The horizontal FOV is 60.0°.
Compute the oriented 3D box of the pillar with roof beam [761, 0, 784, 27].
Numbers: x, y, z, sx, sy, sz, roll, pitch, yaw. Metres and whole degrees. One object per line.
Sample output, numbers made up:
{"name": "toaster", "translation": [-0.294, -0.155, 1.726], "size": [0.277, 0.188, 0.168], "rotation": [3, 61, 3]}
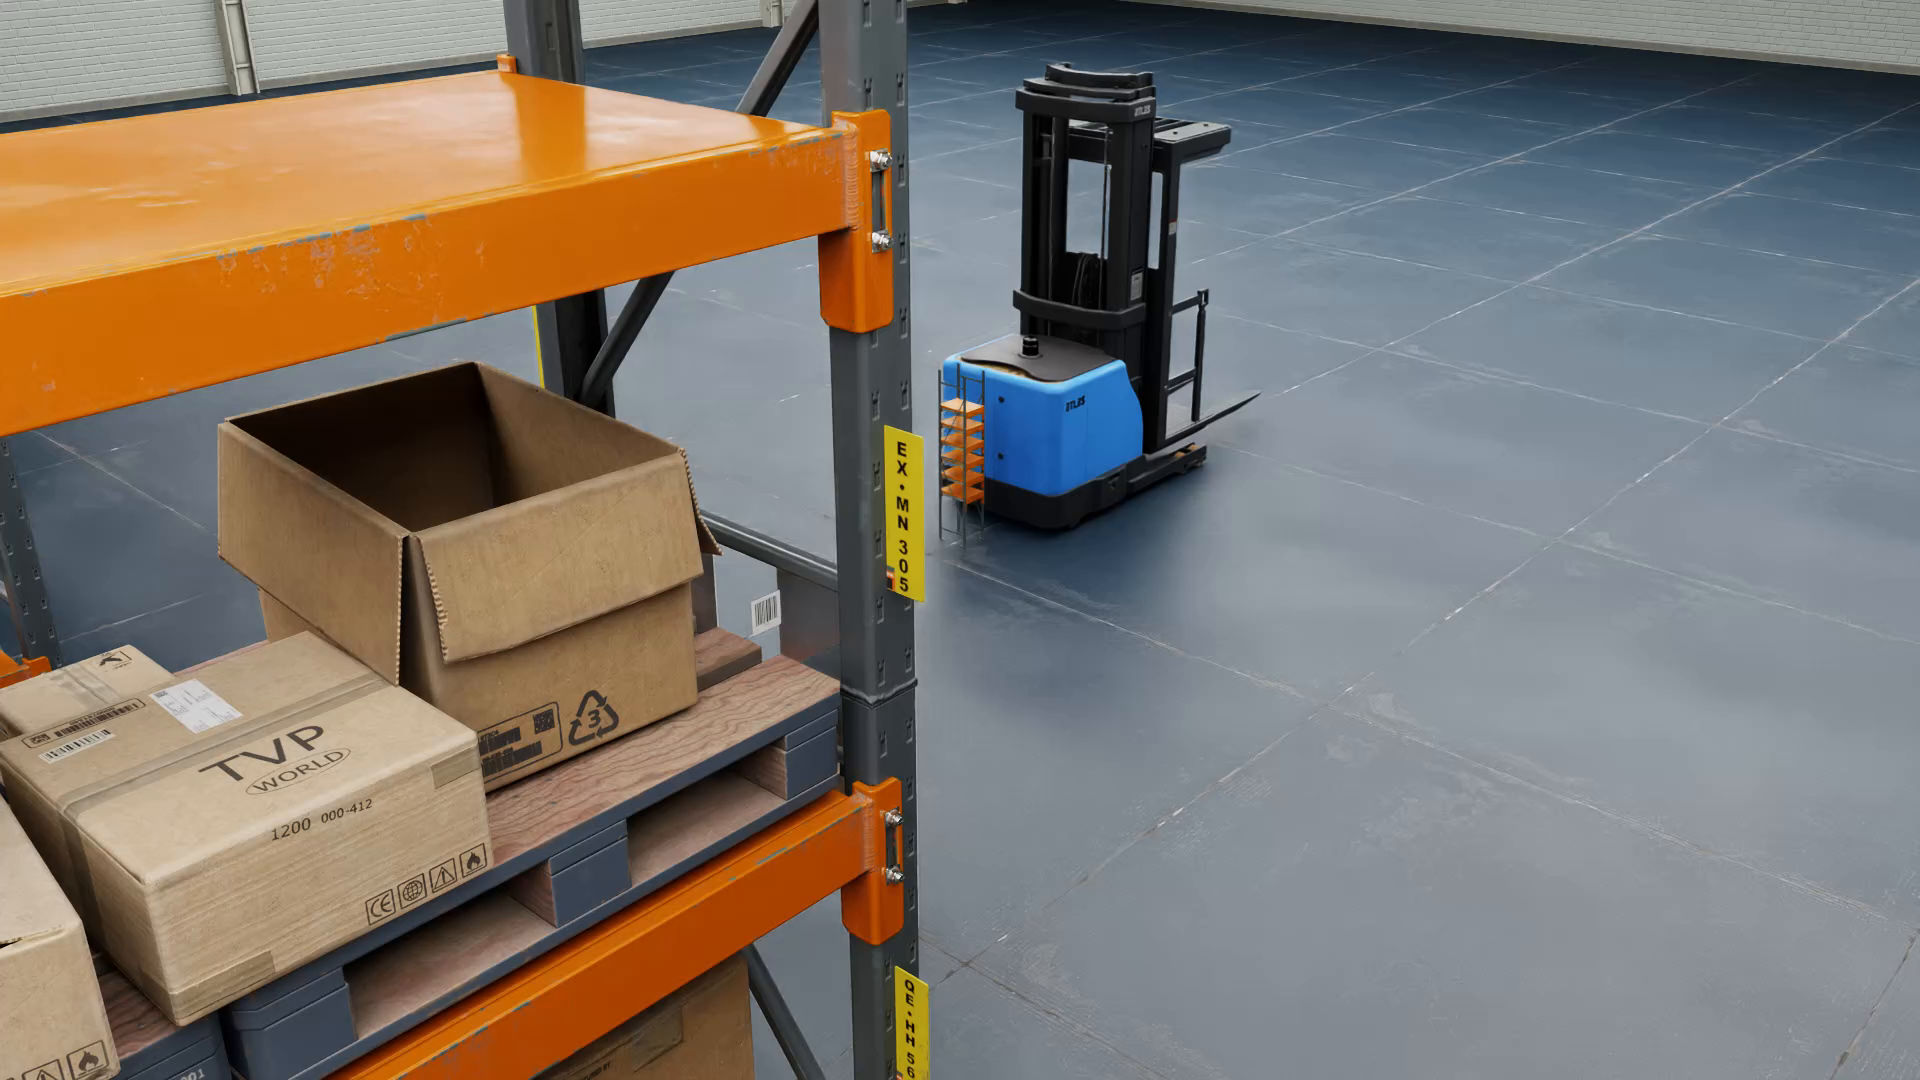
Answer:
{"name": "pillar with roof beam", "translation": [-0.864, -14.136, 31.779], "size": [9.100, 9.000, 0.400], "rotation": [20, 31, 38]}

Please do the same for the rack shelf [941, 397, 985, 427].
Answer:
{"name": "rack shelf", "translation": [0.010, -0.840, 10.885], "size": [0.258, 0.103, 0.180], "rotation": [20, 31, 38]}

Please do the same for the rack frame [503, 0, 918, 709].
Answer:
{"name": "rack frame", "translation": [-0.498, -1.199, 2.926], "size": [1.000, 3.000, 0.127], "rotation": [20, 31, 38]}

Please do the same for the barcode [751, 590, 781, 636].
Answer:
{"name": "barcode", "translation": [-0.340, 0.128, 2.922], "size": [0.001, 0.075, 0.075], "rotation": [20, 31, 38]}

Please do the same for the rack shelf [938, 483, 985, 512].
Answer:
{"name": "rack shelf", "translation": [0.010, -0.292, 11.131], "size": [0.258, 0.103, 0.180], "rotation": [20, 31, 38]}

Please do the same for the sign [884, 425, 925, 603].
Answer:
{"name": "sign", "translation": [-0.103, -0.046, 3.035], "size": [0.100, 0.325, 0.005], "rotation": [20, 31, 38]}

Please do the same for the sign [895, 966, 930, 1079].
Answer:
{"name": "sign", "translation": [-0.103, 1.054, 3.528], "size": [0.100, 0.325, 0.005], "rotation": [20, 31, 38]}

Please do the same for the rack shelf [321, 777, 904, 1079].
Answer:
{"name": "rack shelf", "translation": [-1.833, 1.107, 2.328], "size": [1.077, 0.370, 4.000], "rotation": [20, 31, 38]}

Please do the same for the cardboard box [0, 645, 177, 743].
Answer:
{"name": "cardboard box", "translation": [-1.415, 0.339, 2.784], "size": [0.380, 0.149, 0.250], "rotation": [20, 31, 38]}

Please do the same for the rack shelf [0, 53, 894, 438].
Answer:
{"name": "rack shelf", "translation": [-1.833, -0.079, 1.796], "size": [1.077, 0.370, 4.000], "rotation": [20, 31, 38]}

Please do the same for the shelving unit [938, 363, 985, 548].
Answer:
{"name": "shelving unit", "translation": [0.010, -0.552, 11.014], "size": [0.258, 1.200, 0.189], "rotation": [20, 31, 38]}

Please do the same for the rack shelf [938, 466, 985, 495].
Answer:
{"name": "rack shelf", "translation": [0.010, -0.402, 11.082], "size": [0.258, 0.103, 0.180], "rotation": [20, 31, 38]}

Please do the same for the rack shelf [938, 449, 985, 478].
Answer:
{"name": "rack shelf", "translation": [0.010, -0.511, 11.033], "size": [0.258, 0.103, 0.180], "rotation": [20, 31, 38]}

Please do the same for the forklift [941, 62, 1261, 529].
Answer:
{"name": "forklift", "translation": [1.197, -1.940, 11.994], "size": [1.130, 2.935, 3.031], "rotation": [19, 30, 36]}

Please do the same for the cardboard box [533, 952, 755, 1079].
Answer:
{"name": "cardboard box", "translation": [-0.855, 1.055, 3.522], "size": [0.700, 0.500, 0.500], "rotation": [20, 31, 38]}

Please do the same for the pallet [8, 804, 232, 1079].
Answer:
{"name": "pallet", "translation": [-1.803, 0.792, 2.260], "size": [1.003, 0.211, 1.213], "rotation": [20, 31, 38]}

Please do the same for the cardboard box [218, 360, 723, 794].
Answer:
{"name": "cardboard box", "translation": [-0.885, 0.041, 3.016], "size": [0.637, 0.503, 0.797], "rotation": [-22, 32, -39]}

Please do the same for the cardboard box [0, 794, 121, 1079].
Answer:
{"name": "cardboard box", "translation": [-1.441, 0.547, 2.122], "size": [0.500, 0.311, 0.500], "rotation": [-20, 31, -37]}

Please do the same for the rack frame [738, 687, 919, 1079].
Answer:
{"name": "rack frame", "translation": [-0.498, 1.538, 4.153], "size": [1.000, 3.000, 0.127], "rotation": [20, 31, 38]}

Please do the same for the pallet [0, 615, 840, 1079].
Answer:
{"name": "pallet", "translation": [-0.989, 0.418, 3.093], "size": [1.003, 0.211, 1.213], "rotation": [20, 31, 38]}

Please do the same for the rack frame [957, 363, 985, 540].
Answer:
{"name": "rack frame", "translation": [0.071, -0.580, 11.077], "size": [0.240, 1.200, 0.006], "rotation": [20, 31, 38]}

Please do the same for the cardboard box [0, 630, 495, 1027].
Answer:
{"name": "cardboard box", "translation": [-1.070, 0.405, 2.512], "size": [0.500, 0.250, 0.500], "rotation": [20, 31, 38]}

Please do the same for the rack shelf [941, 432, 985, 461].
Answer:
{"name": "rack shelf", "translation": [0.010, -0.621, 10.983], "size": [0.258, 0.103, 0.180], "rotation": [20, 31, 38]}

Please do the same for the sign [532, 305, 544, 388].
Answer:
{"name": "sign", "translation": [-0.907, -0.419, 3.686], "size": [0.100, 0.325, 0.005], "rotation": [20, 31, 38]}

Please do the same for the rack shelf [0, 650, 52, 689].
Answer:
{"name": "rack shelf", "translation": [-5.519, 1.122, 5.960], "size": [1.077, 0.370, 4.000], "rotation": [20, 31, 38]}

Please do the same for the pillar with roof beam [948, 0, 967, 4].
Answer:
{"name": "pillar with roof beam", "translation": [3.141, -15.964, 35.856], "size": [9.100, 9.000, 0.400], "rotation": [20, 31, 38]}

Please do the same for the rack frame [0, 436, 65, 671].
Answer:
{"name": "rack frame", "translation": [-4.184, 0.184, 7.172], "size": [1.000, 3.000, 0.127], "rotation": [20, 31, 38]}

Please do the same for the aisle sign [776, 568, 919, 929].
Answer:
{"name": "aisle sign", "translation": [-0.236, 0.412, 3.487], "size": [0.394, 0.787, 0.004], "rotation": [20, 31, 38]}

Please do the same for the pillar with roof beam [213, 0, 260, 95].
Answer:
{"name": "pillar with roof beam", "translation": [-8.873, -10.480, 23.625], "size": [9.100, 9.000, 0.400], "rotation": [20, 31, 38]}

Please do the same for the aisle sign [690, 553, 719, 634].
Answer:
{"name": "aisle sign", "translation": [-0.682, 0.248, 3.852], "size": [0.394, 0.787, 0.004], "rotation": [20, 31, 38]}

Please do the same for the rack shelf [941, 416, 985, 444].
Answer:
{"name": "rack shelf", "translation": [0.010, -0.730, 10.934], "size": [0.258, 0.103, 0.180], "rotation": [20, 31, 38]}

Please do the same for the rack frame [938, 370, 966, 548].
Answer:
{"name": "rack frame", "translation": [-0.051, -0.524, 10.952], "size": [0.240, 1.200, 0.006], "rotation": [20, 31, 38]}
